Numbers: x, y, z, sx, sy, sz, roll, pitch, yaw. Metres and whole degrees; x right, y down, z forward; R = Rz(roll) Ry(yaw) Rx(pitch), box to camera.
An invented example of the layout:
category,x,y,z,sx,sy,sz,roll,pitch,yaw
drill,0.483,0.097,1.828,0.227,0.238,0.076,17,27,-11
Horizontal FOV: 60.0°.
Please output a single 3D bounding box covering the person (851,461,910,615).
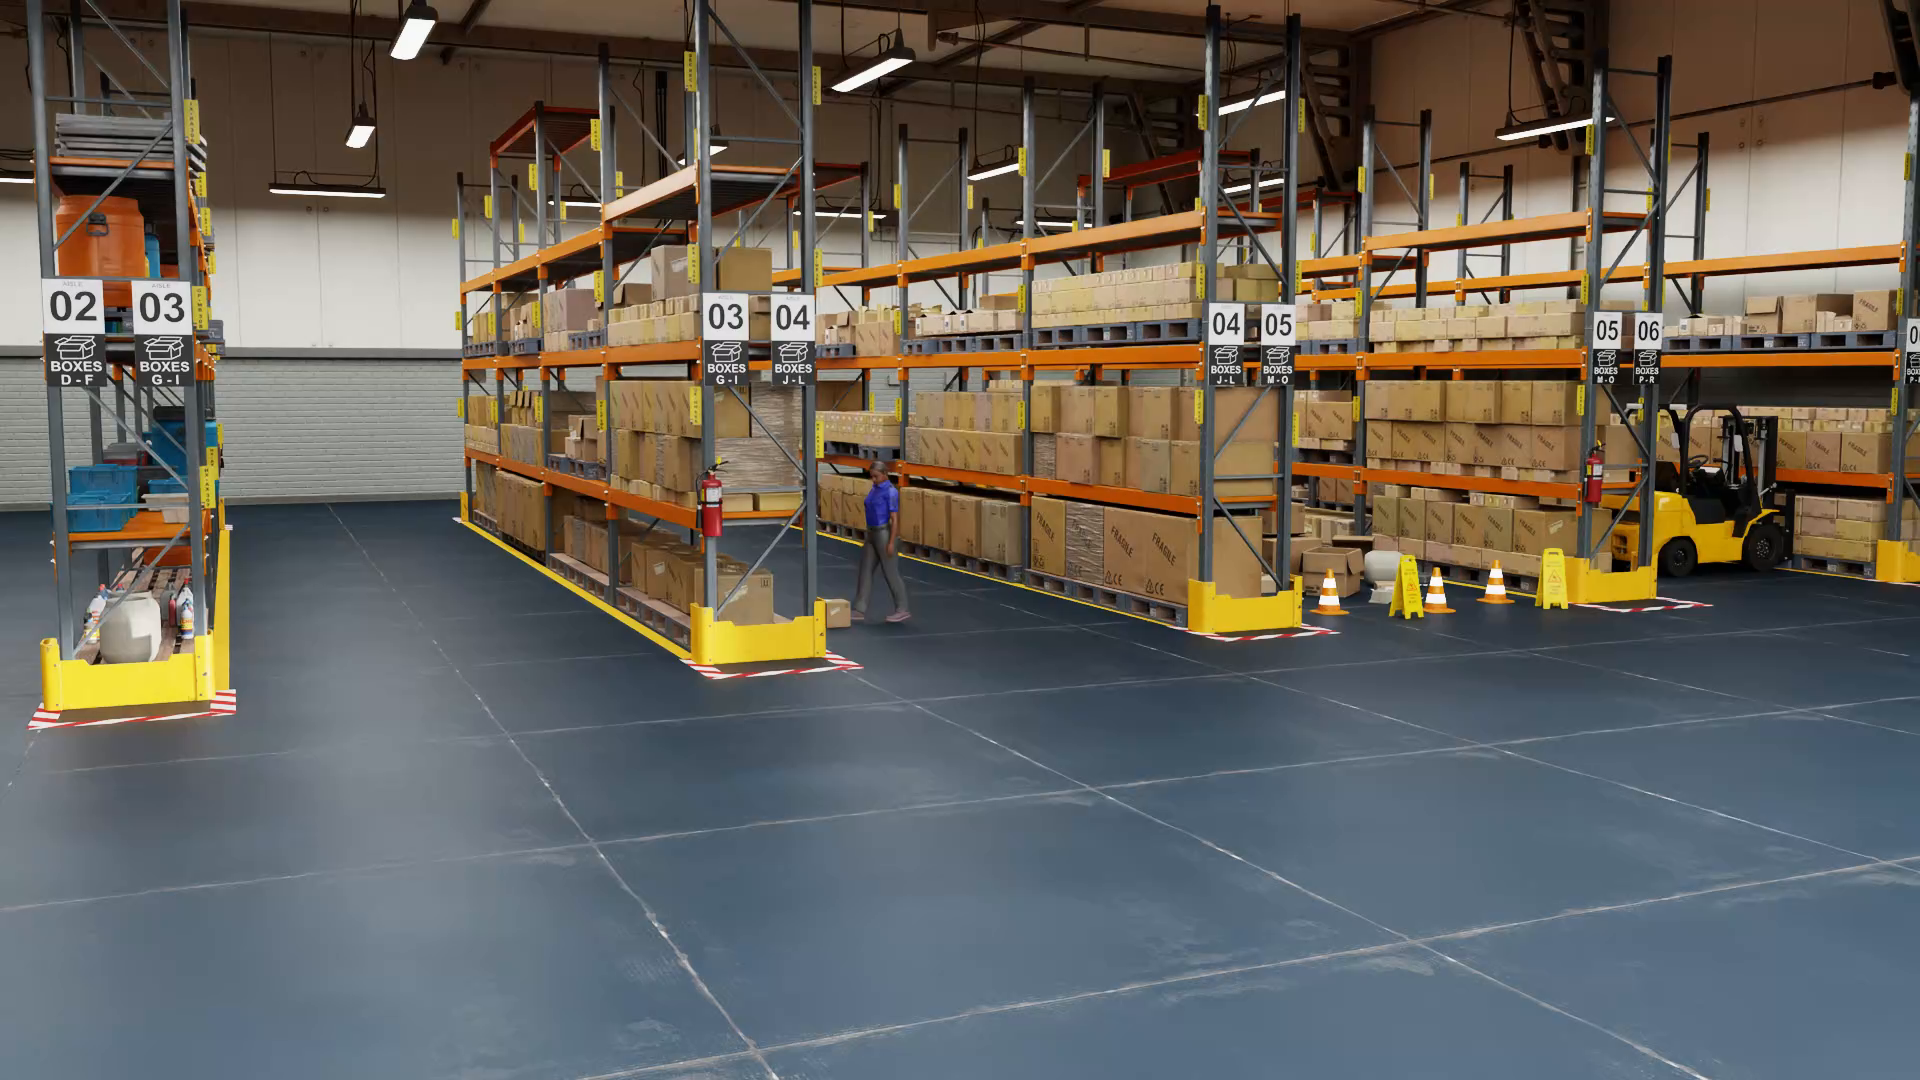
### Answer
category,x,y,z,sx,sy,sz,roll,pitch,yaw
person,-0.798,-0.016,16.837,0.561,1.575,0.484,-3,6,-30
